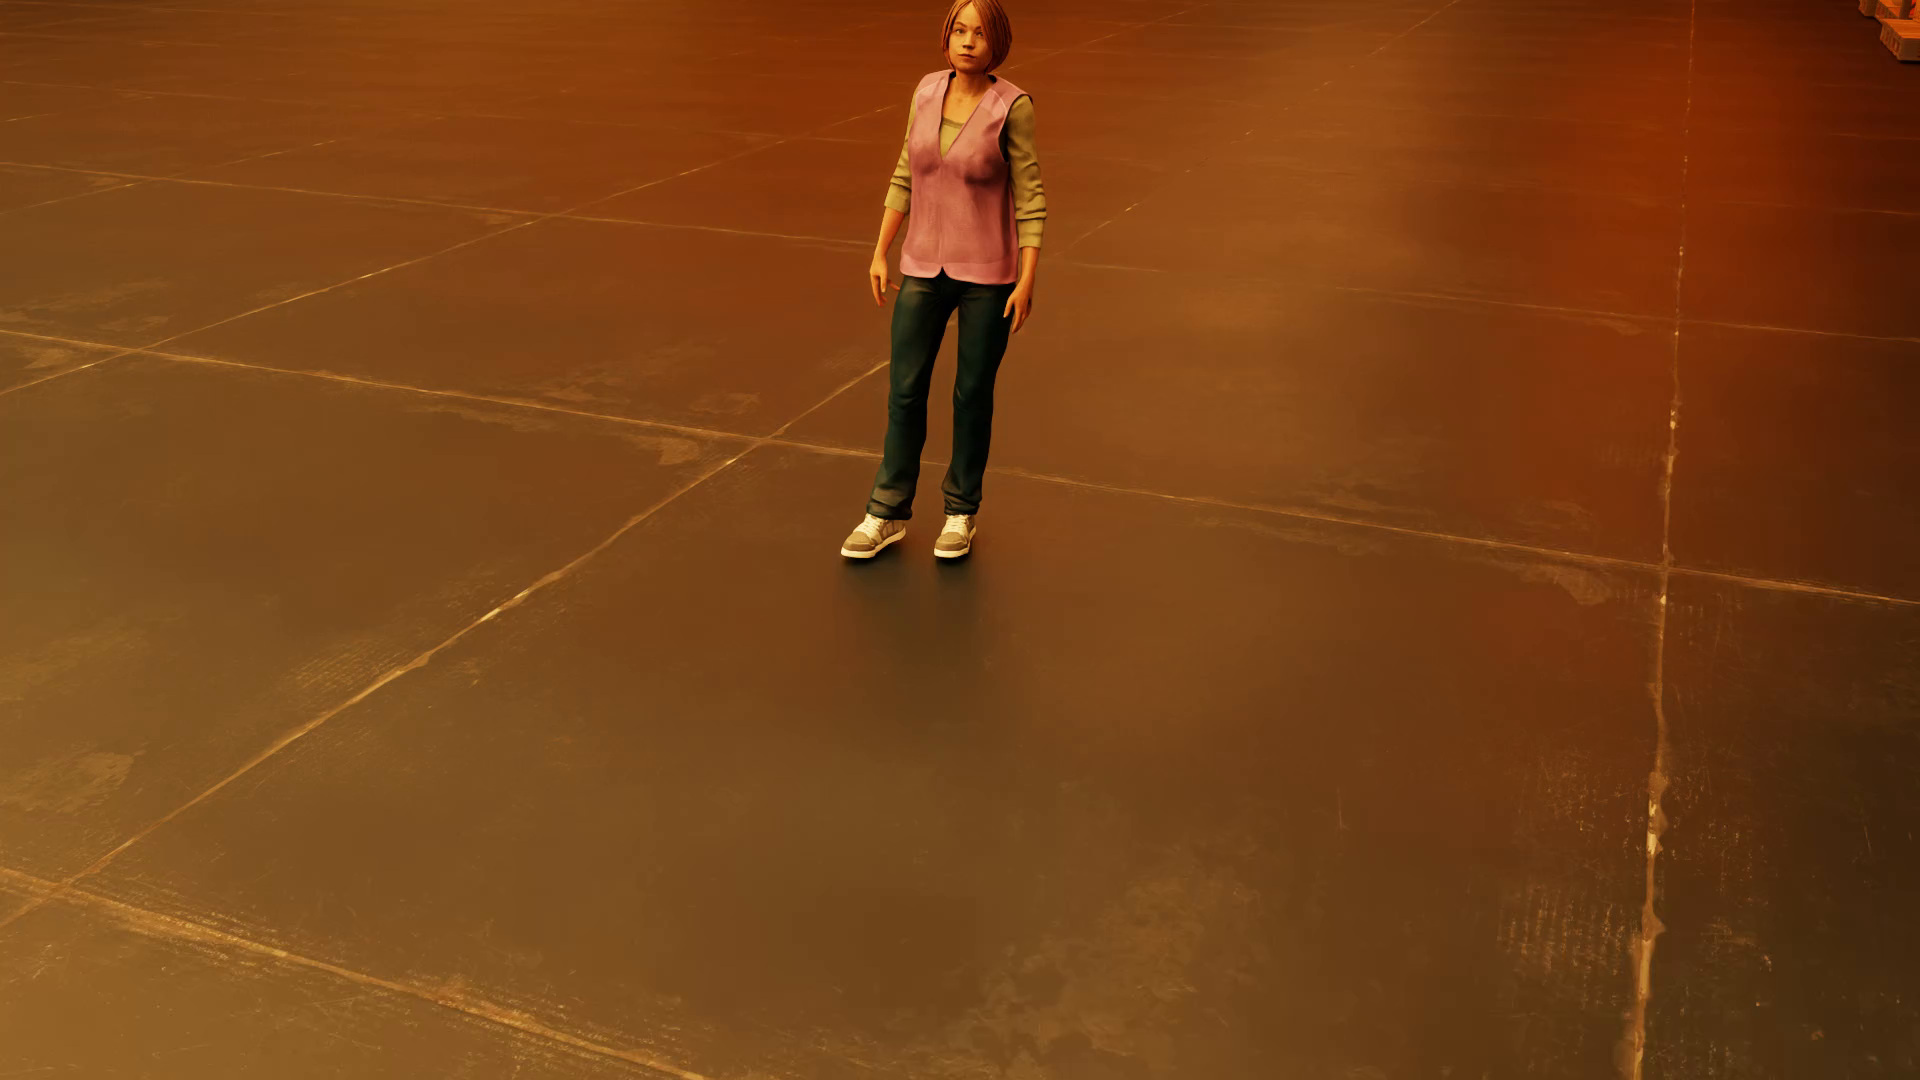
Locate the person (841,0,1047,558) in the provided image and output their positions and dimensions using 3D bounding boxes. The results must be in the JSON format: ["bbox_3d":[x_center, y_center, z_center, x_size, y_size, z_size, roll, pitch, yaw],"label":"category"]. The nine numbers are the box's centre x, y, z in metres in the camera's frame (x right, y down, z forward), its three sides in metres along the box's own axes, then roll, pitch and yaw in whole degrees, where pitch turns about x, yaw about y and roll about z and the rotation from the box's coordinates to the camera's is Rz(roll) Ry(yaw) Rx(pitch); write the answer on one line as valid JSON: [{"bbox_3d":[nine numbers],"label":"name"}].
[{"bbox_3d":[-0.041,-0.720,4.724,0.520,1.597,0.476,9,24,21],"label":"person"}]
